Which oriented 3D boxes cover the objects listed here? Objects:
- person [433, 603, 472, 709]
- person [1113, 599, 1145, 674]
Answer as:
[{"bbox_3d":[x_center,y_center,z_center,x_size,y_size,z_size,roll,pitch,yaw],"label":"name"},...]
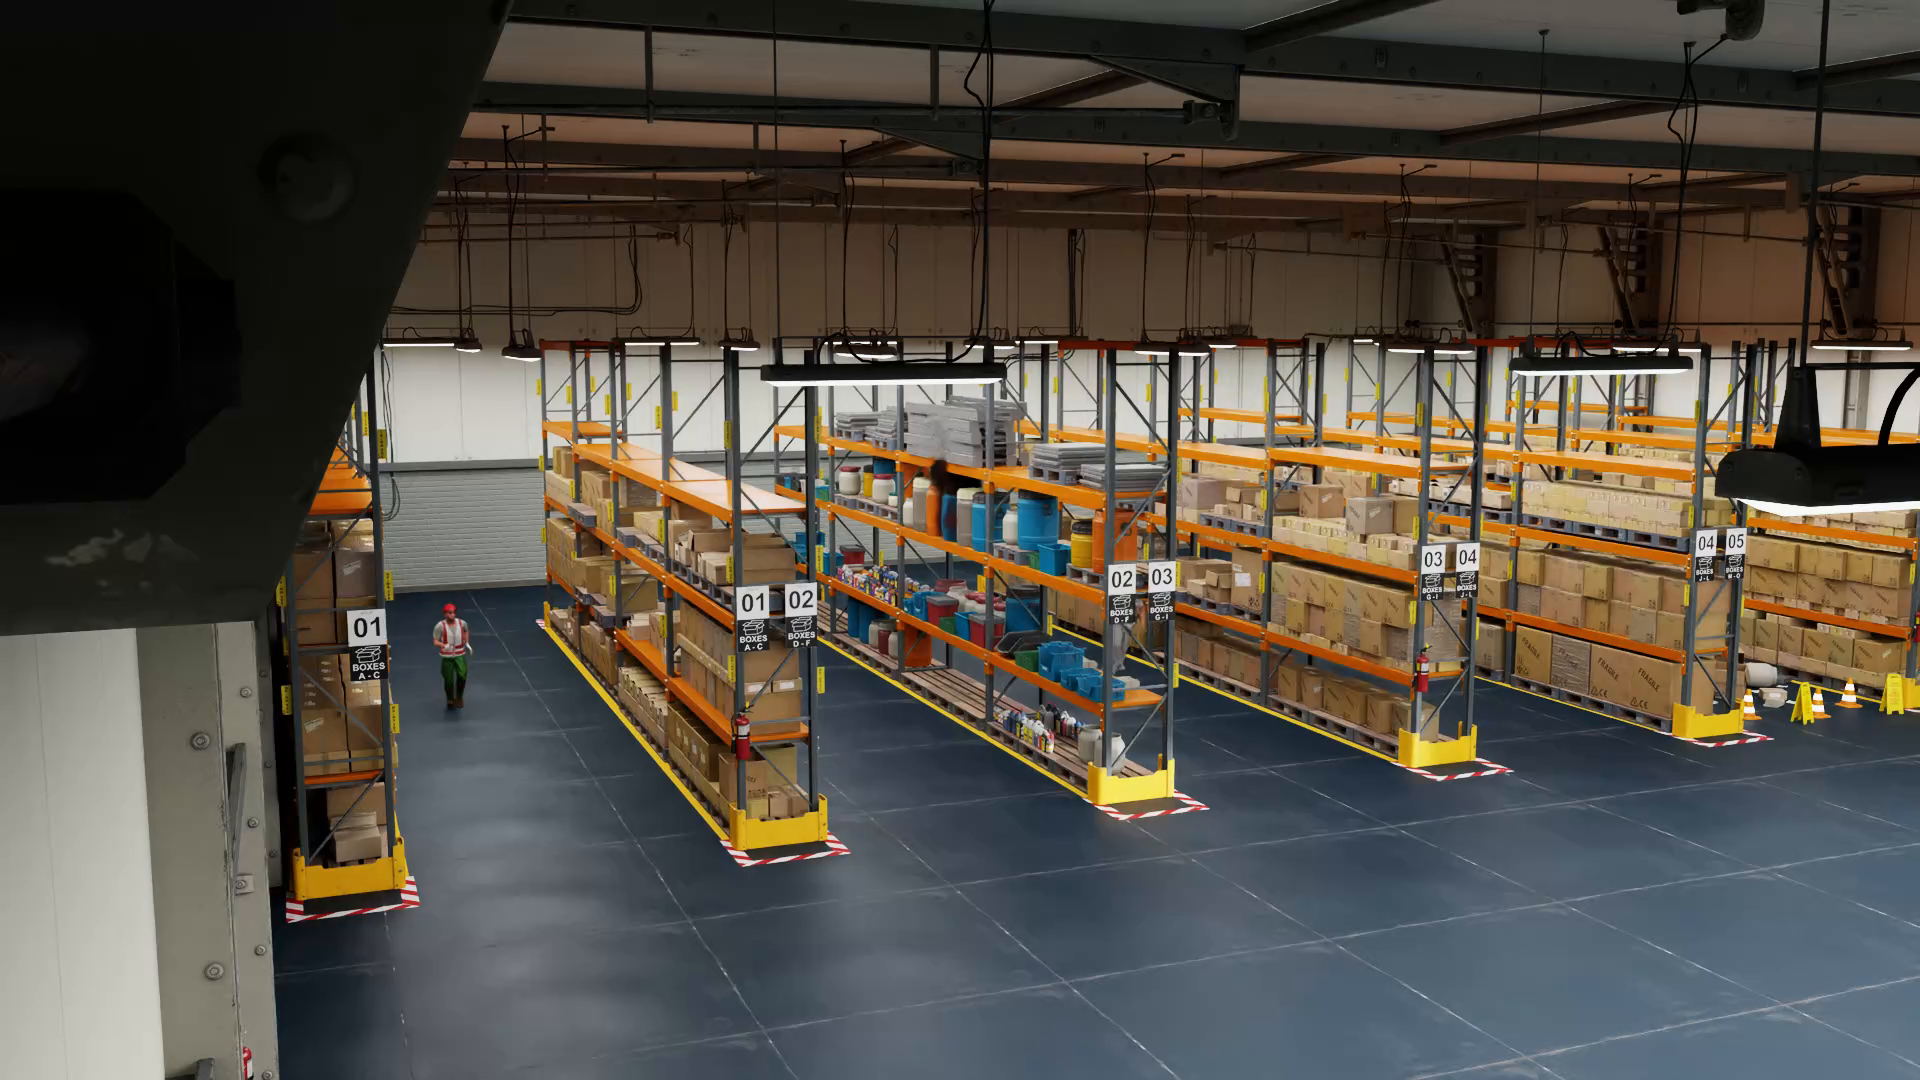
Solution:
[{"bbox_3d":[-8.292,1.911,27.233,0.640,1.766,0.777,-3,8,-25],"label":"person"},{"bbox_3d":[2.870,1.464,28.894,0.662,1.734,0.727,-1,7,-8],"label":"person"}]
